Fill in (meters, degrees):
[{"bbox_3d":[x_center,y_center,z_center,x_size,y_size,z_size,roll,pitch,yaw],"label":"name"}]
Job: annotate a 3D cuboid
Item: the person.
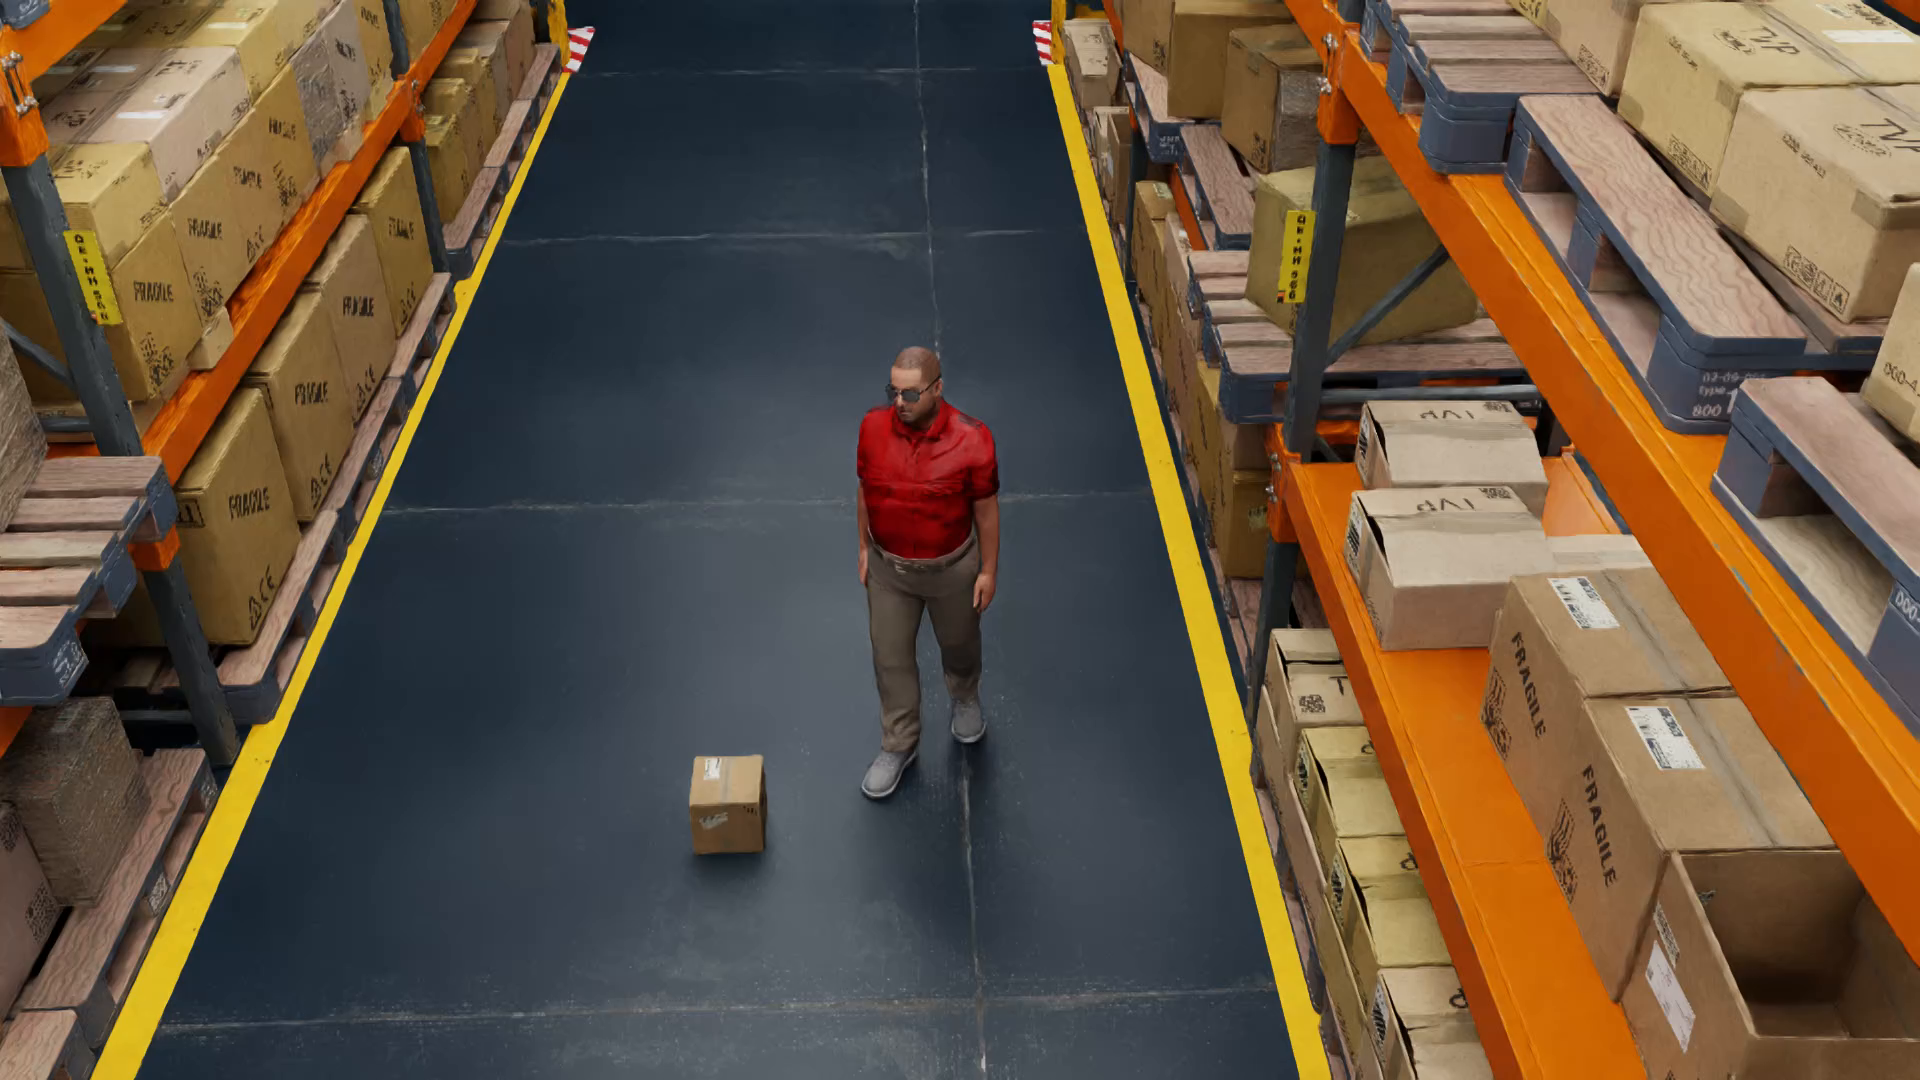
[{"bbox_3d":[-0.135,0.101,6.004,0.543,1.720,0.700,9,36,13],"label":"person"}]
